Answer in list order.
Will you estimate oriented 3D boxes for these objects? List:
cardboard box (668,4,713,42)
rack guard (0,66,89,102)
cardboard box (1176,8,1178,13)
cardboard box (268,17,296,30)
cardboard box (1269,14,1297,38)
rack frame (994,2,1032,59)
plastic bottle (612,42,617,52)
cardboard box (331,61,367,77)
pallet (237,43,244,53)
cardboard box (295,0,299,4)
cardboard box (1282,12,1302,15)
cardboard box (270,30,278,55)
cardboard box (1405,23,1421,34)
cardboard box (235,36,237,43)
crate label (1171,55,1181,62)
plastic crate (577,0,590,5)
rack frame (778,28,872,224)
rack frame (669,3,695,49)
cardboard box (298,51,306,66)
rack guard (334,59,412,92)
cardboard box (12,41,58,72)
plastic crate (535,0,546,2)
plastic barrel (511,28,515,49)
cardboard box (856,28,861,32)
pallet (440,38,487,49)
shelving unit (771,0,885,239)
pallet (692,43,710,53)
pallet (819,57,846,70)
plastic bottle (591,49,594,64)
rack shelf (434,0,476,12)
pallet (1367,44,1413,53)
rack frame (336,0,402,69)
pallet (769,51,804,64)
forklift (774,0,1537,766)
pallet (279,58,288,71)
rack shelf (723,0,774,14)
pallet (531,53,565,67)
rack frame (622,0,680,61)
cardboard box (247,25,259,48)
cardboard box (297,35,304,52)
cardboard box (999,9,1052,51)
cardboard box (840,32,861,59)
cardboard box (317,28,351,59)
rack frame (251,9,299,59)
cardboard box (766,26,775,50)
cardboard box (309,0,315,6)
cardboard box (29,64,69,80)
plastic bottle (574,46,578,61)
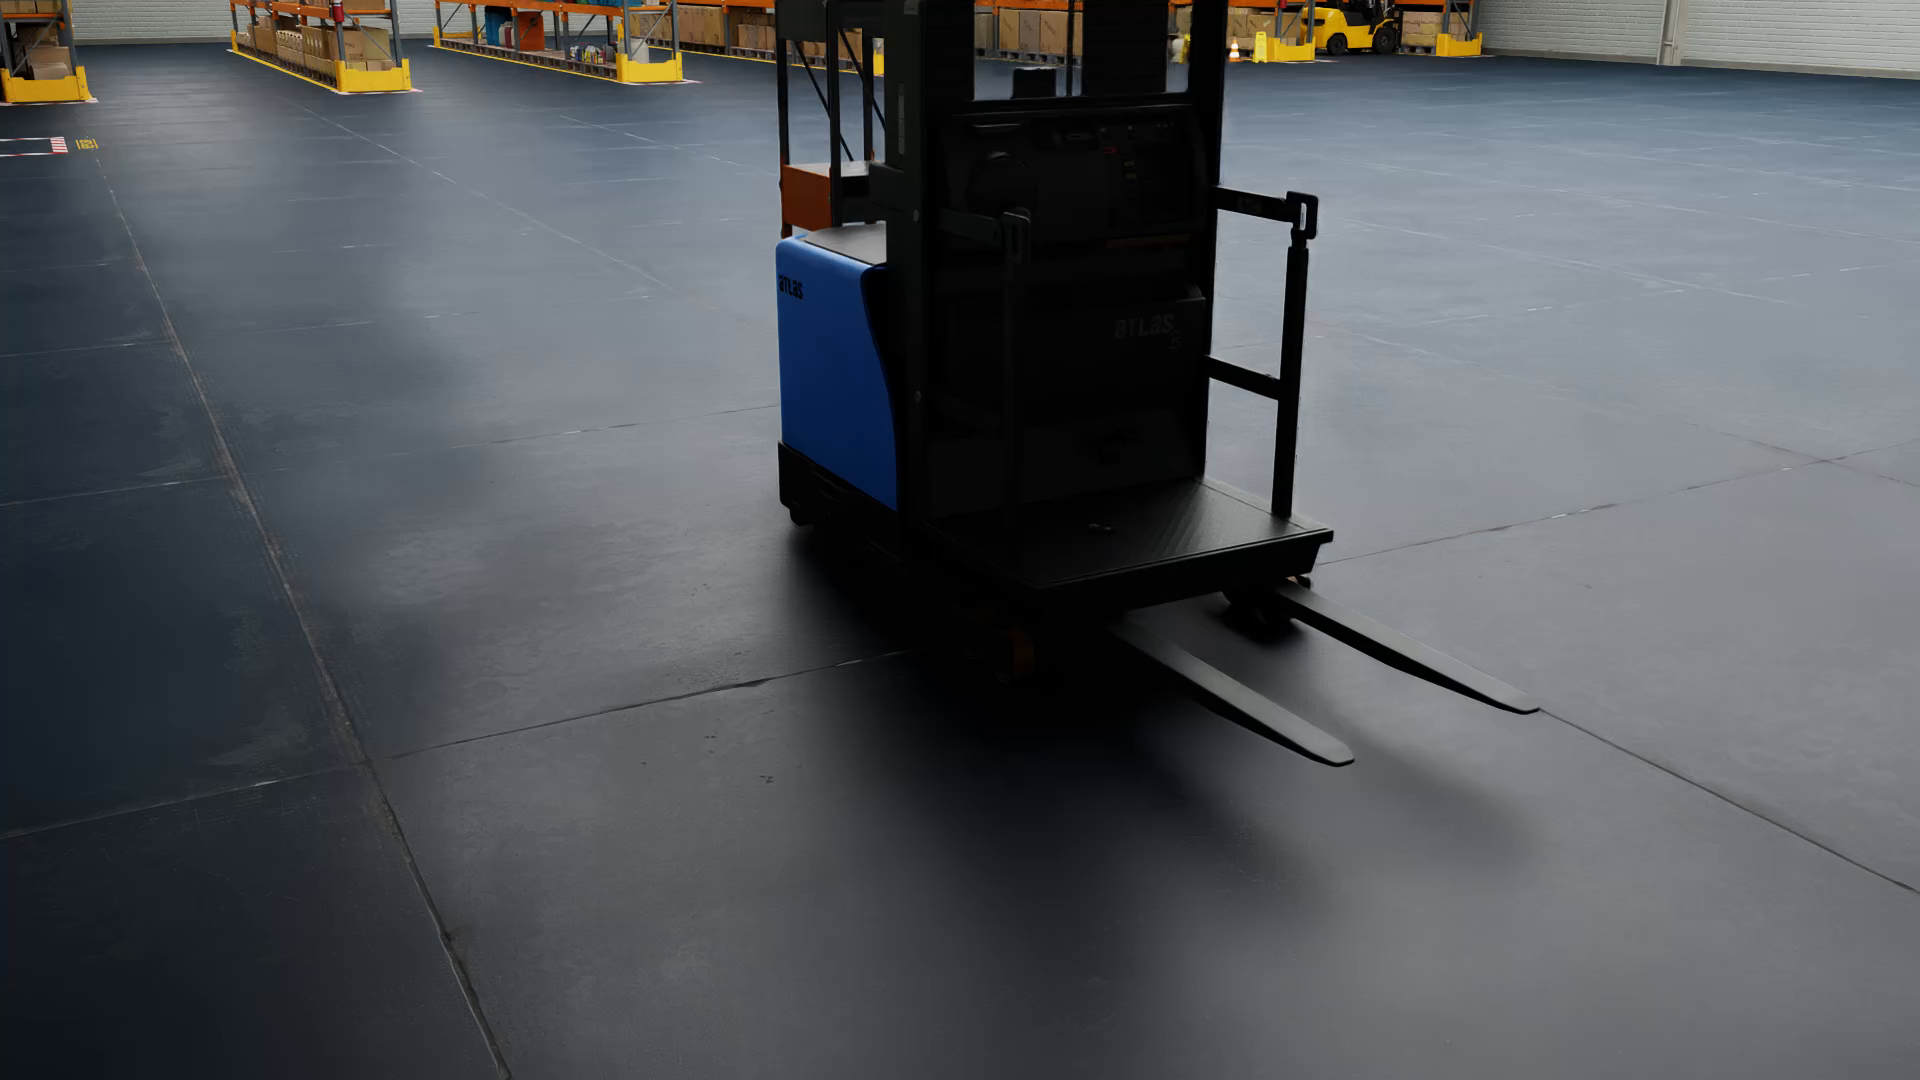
[{"bbox_3d":[-6.648,-13.088,42.075,1.225,0.875,0.875,-10,21,-26],"label":"cardboard box"},{"bbox_3d":[-14.385,-7.168,26.137,1.175,0.500,0.348,-10,21,-27],"label":"rack guard"},{"bbox_3d":[6.386,-15.419,48.411,0.380,0.149,0.250,-11,22,-29],"label":"cardboard box"},{"bbox_3d":[-14.472,-11.021,35.480,0.500,0.250,0.500,-9,21,-25],"label":"cardboard box"},{"bbox_3d":[7.298,-11.699,37.858,0.500,0.500,0.500,-11,22,-28],"label":"cardboard box"},{"bbox_3d":[1.242,-12.517,37.807,1.000,3.000,0.127,-10,21,-27],"label":"rack frame"},{"bbox_3d":[-6.879,-9.771,33.236,0.144,0.351,0.185,-11,22,-29],"label":"plastic bottle"},{"bbox_3d":[-10.506,-8.103,28.587,0.500,0.250,0.500,-10,21,-27],"label":"cardboard box"},{"bbox_3d":[-17.174,-12.120,40.933,1.003,0.211,1.213,-10,21,-27],"label":"pallet"},{"bbox_3d":[-12.979,-10.961,33.144,0.500,0.500,0.500,-11,22,-30],"label":"cardboard box"},{"bbox_3d":[8.939,-13.746,44.366,0.875,0.625,0.625,-11,22,-29],"label":"cardboard box"},{"bbox_3d":[-14.441,-10.651,35.557,0.500,0.500,0.500,-9,21,-25],"label":"cardboard box"},{"bbox_3d":[11.082,-12.306,40.002,0.500,0.250,0.500,-10,22,-27],"label":"cardboard box"},{"bbox_3d":[-17.693,-12.376,41.095,0.380,0.149,0.250,-10,21,-27],"label":"cardboard box"},{"bbox_3d":[4.867,-10.681,36.876,0.298,0.136,0.250,11,22,30],"label":"crate label"},{"bbox_3d":[-7.134,-10.477,32.220,0.450,0.188,0.662,-10,21,-27],"label":"plastic crate"},{"bbox_3d":[-0.534,-1.314,6.720,0.400,2.100,0.015,-10,21,-27],"label":"rack frame"},{"bbox_3d":[-6.970,-14.074,42.320,1.000,3.000,0.127,-10,21,-27],"label":"rack frame"},{"bbox_3d":[-12.343,-9.217,31.816,0.500,0.250,0.500,-10,22,-27],"label":"cardboard box"},{"bbox_3d":[-9.980,-7.907,28.281,1.175,0.500,0.348,-10,21,-27],"label":"rack guard"},{"bbox_3d":[-16.613,-8.711,29.935,0.700,0.500,0.500,-9,21,-25],"label":"cardboard box"},{"bbox_3d":[-8.605,-11.366,34.798,0.450,0.188,0.662,-10,21,-27],"label":"plastic crate"},{"bbox_3d":[-10.023,-11.467,37.935,0.421,0.512,0.421,0,19,0],"label":"plastic barrel"},{"bbox_3d":[-2.439,-13.577,44.068,0.500,0.500,0.500,-9,21,-25],"label":"cardboard box"},{"bbox_3d":[-12.871,-12.894,43.176,1.003,0.211,1.213,-10,21,-27],"label":"pallet"},{"bbox_3d":[-0.418,-1.244,6.518,0.431,2.100,0.503,-10,21,-27],"label":"shelving unit"},{"bbox_3d":[-5.954,-12.195,41.150,1.003,0.211,1.213,-10,21,-27],"label":"pallet"},{"bbox_3d":[-2.238,-9.921,34.560,1.003,0.211,1.213,-10,21,-27],"label":"pallet"},{"bbox_3d":[-7.050,-9.358,32.155,0.152,0.276,0.135,-11,22,-28],"label":"plastic bottle"},{"bbox_3d":[-12.278,-13.541,41.878,1.077,0.370,4.000,-10,21,-27],"label":"rack shelf"},{"bbox_3d":[10.841,-12.179,41.102,1.003,0.211,1.213,-10,21,-27],"label":"pallet"},{"bbox_3d":[-9.991,-9.096,27.893,1.000,3.000,0.127,-10,21,-27],"label":"rack frame"},{"bbox_3d":[-3.542,-10.683,36.766,1.003,0.211,1.213,-10,21,-27],"label":"pallet"},{"bbox_3d":[0.454,-1.133,4.921,1.130,2.935,3.031,-10,21,-27],"label":"forklift"},{"bbox_3d":[-13.434,-9.832,34.301,1.003,0.211,1.213,-10,21,-27],"label":"pallet"},{"bbox_3d":[-4.121,-12.012,37.446,1.077,0.370,4.000,-10,21,-27],"label":"rack shelf"},{"bbox_3d":[-8.520,-10.262,35.548,1.003,0.211,1.213,-10,21,-27],"label":"pallet"},{"bbox_3d":[-5.630,-9.862,30.114,1.000,3.000,0.127,-10,21,-27],"label":"rack frame"},{"bbox_3d":[-16.210,-11.687,38.559,0.500,0.500,0.500,-10,21,-27],"label":"cardboard box"},{"bbox_3d":[-12.336,-9.480,31.718,0.500,0.311,0.500,-10,21,-27],"label":"cardboard box"},{"bbox_3d":[1.479,-11.520,37.530,0.875,0.875,0.875,-10,21,-26],"label":"cardboard box"},{"bbox_3d":[-2.148,-10.177,34.214,0.500,0.500,0.500,-8,21,-22],"label":"cardboard box"},{"bbox_3d":[-10.996,-8.742,29.289,0.500,0.500,0.500,-10,21,-27],"label":"cardboard box"},{"bbox_3d":[-15.690,-12.541,37.876,1.000,3.000,0.127,-10,21,-27],"label":"rack frame"},{"bbox_3d":[-3.920,-11.284,37.391,0.700,0.500,0.500,-12,22,-31],"label":"cardboard box"},{"bbox_3d":[-11.675,-10.165,30.838,0.700,0.500,0.500,-11,22,-28],"label":"cardboard box"},{"bbox_3d":[-14.599,-7.477,26.649,0.500,0.311,0.500,-13,23,-33],"label":"cardboard box"},{"bbox_3d":[-7.587,-9.683,33.095,0.152,0.276,0.135,-9,21,-25],"label":"plastic bottle"}]
